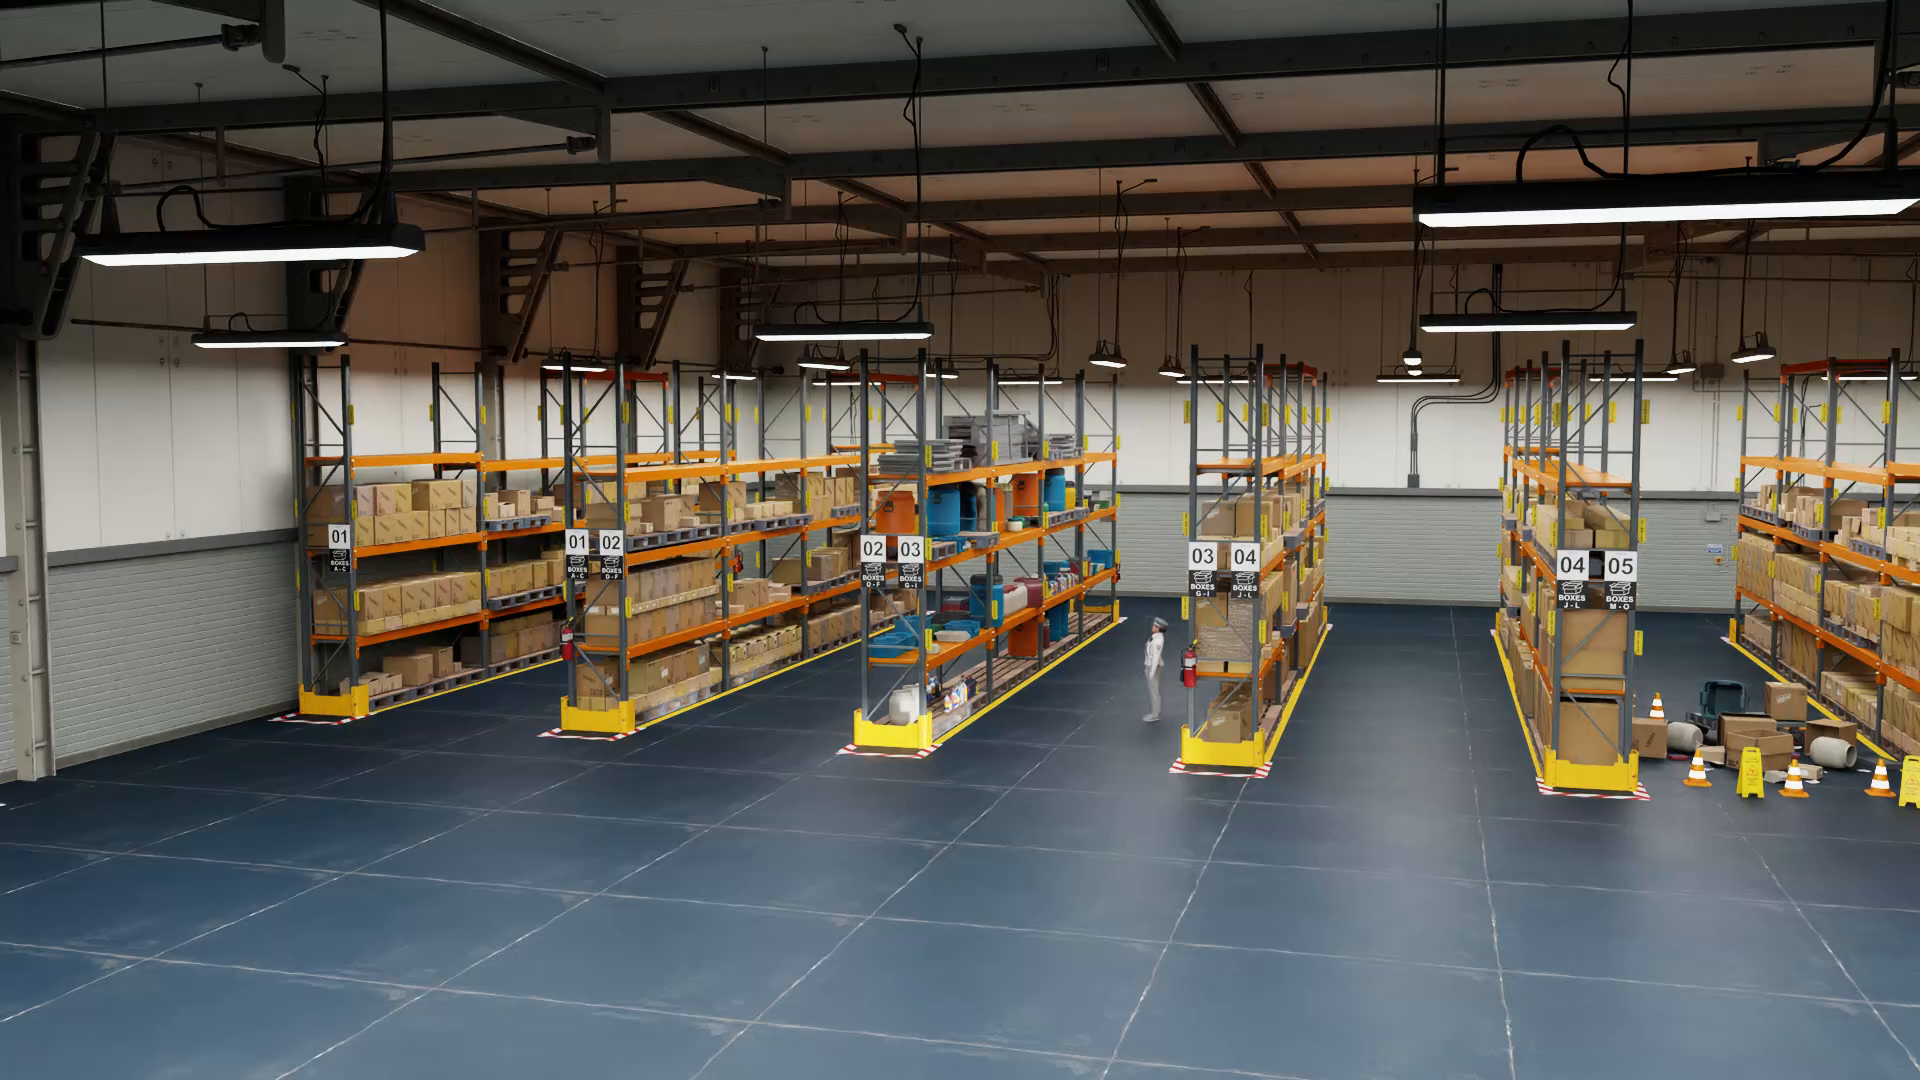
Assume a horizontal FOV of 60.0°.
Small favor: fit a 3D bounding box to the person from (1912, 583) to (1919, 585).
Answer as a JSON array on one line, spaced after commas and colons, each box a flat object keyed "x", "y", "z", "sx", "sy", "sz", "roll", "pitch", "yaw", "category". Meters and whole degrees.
[{"x": 18.480, "y": 1.691, "z": 32.335, "sx": 0.441, "sy": 1.794, "sz": 0.605, "roll": 3, "pitch": 5, "yaw": 34, "category": "person"}]

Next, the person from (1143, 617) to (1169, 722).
[{"x": 3.198, "y": 2.111, "z": 27.390, "sx": 0.480, "sy": 1.692, "sz": 0.517, "roll": -1, "pitch": 4, "yaw": -12, "category": "person"}]
